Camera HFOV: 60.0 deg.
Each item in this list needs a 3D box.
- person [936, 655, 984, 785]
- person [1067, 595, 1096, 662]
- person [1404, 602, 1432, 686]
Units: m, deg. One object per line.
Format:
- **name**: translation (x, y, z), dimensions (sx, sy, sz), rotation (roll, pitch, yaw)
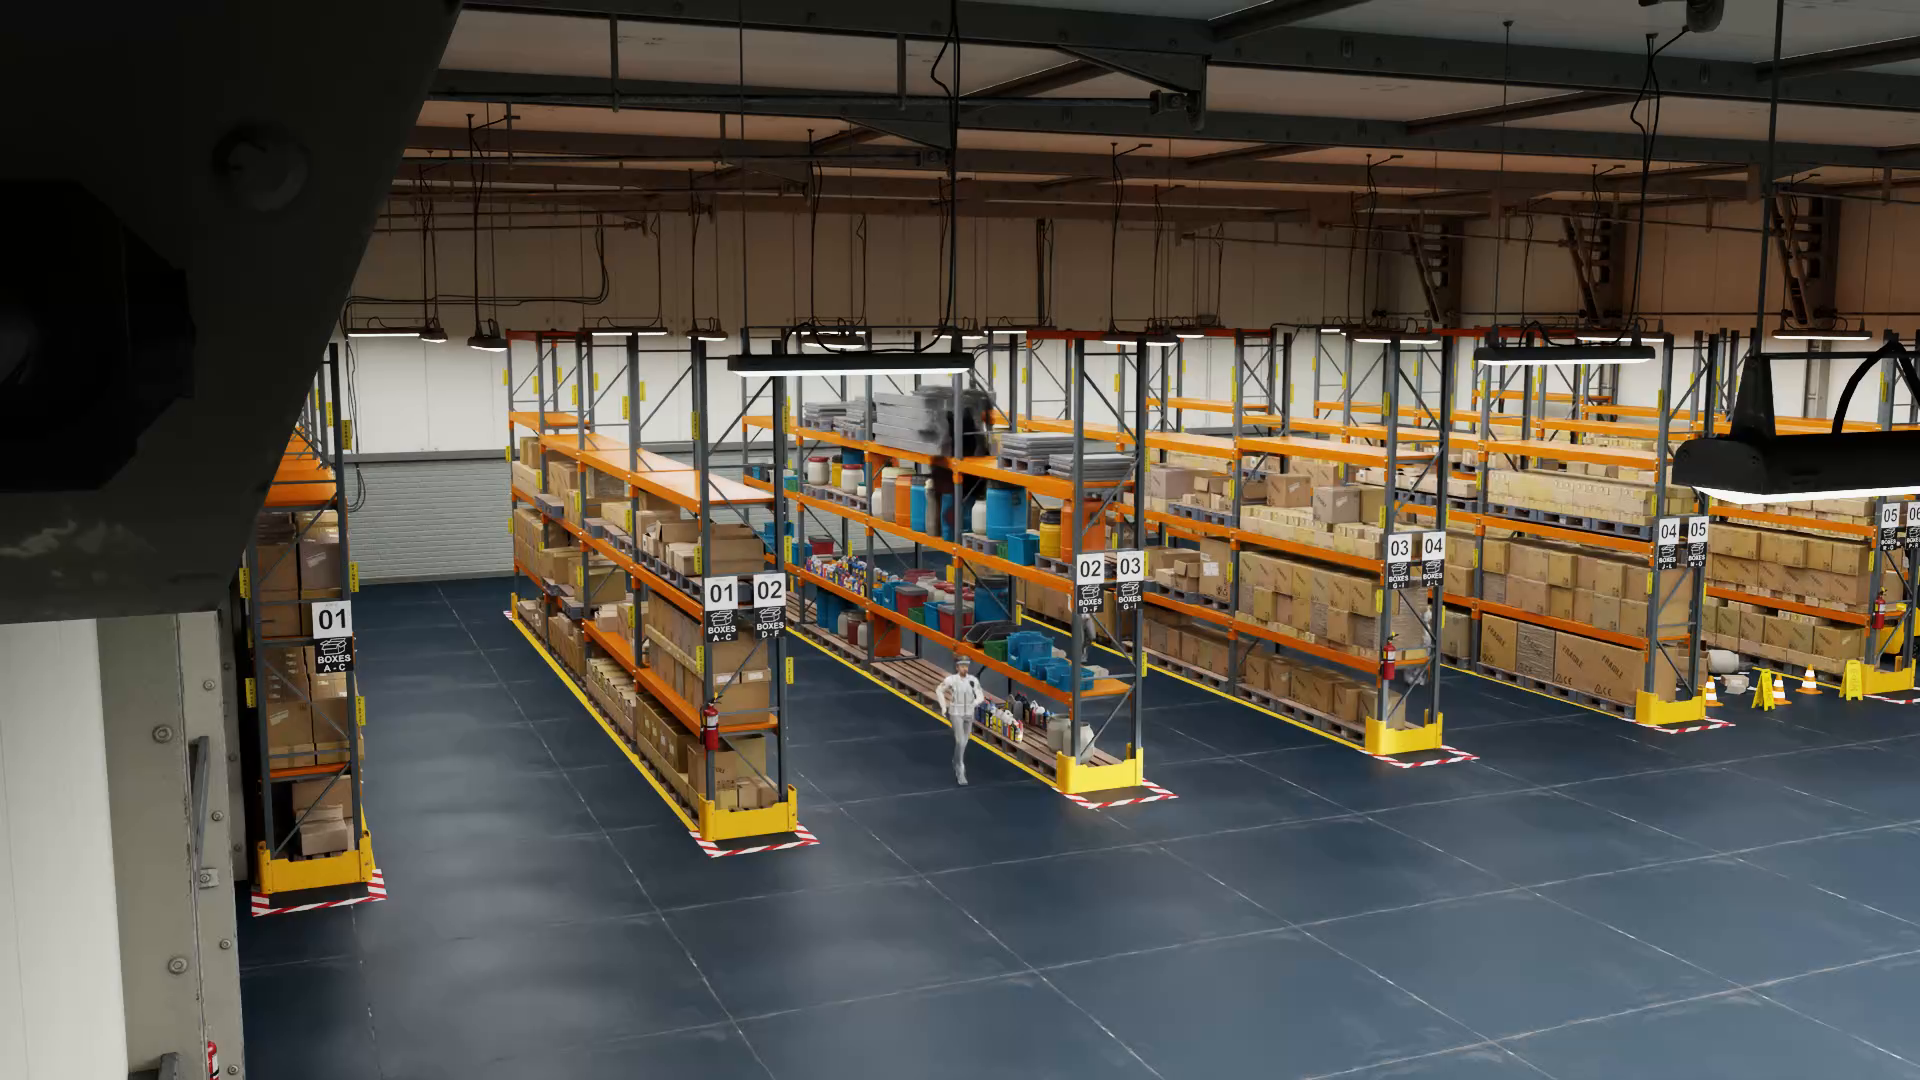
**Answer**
- **person**: translation (0.023, 2.419, 22.675), dimensions (0.588, 1.747, 0.756), rotation (-3, 8, -22)
- **person**: translation (2.257, 1.410, 30.160), dimensions (0.589, 1.653, 0.528), rotation (-3, 8, -21)
- **person**: translation (7.834, 1.622, 28.244), dimensions (0.643, 1.776, 0.637), rotation (-4, 9, -29)
